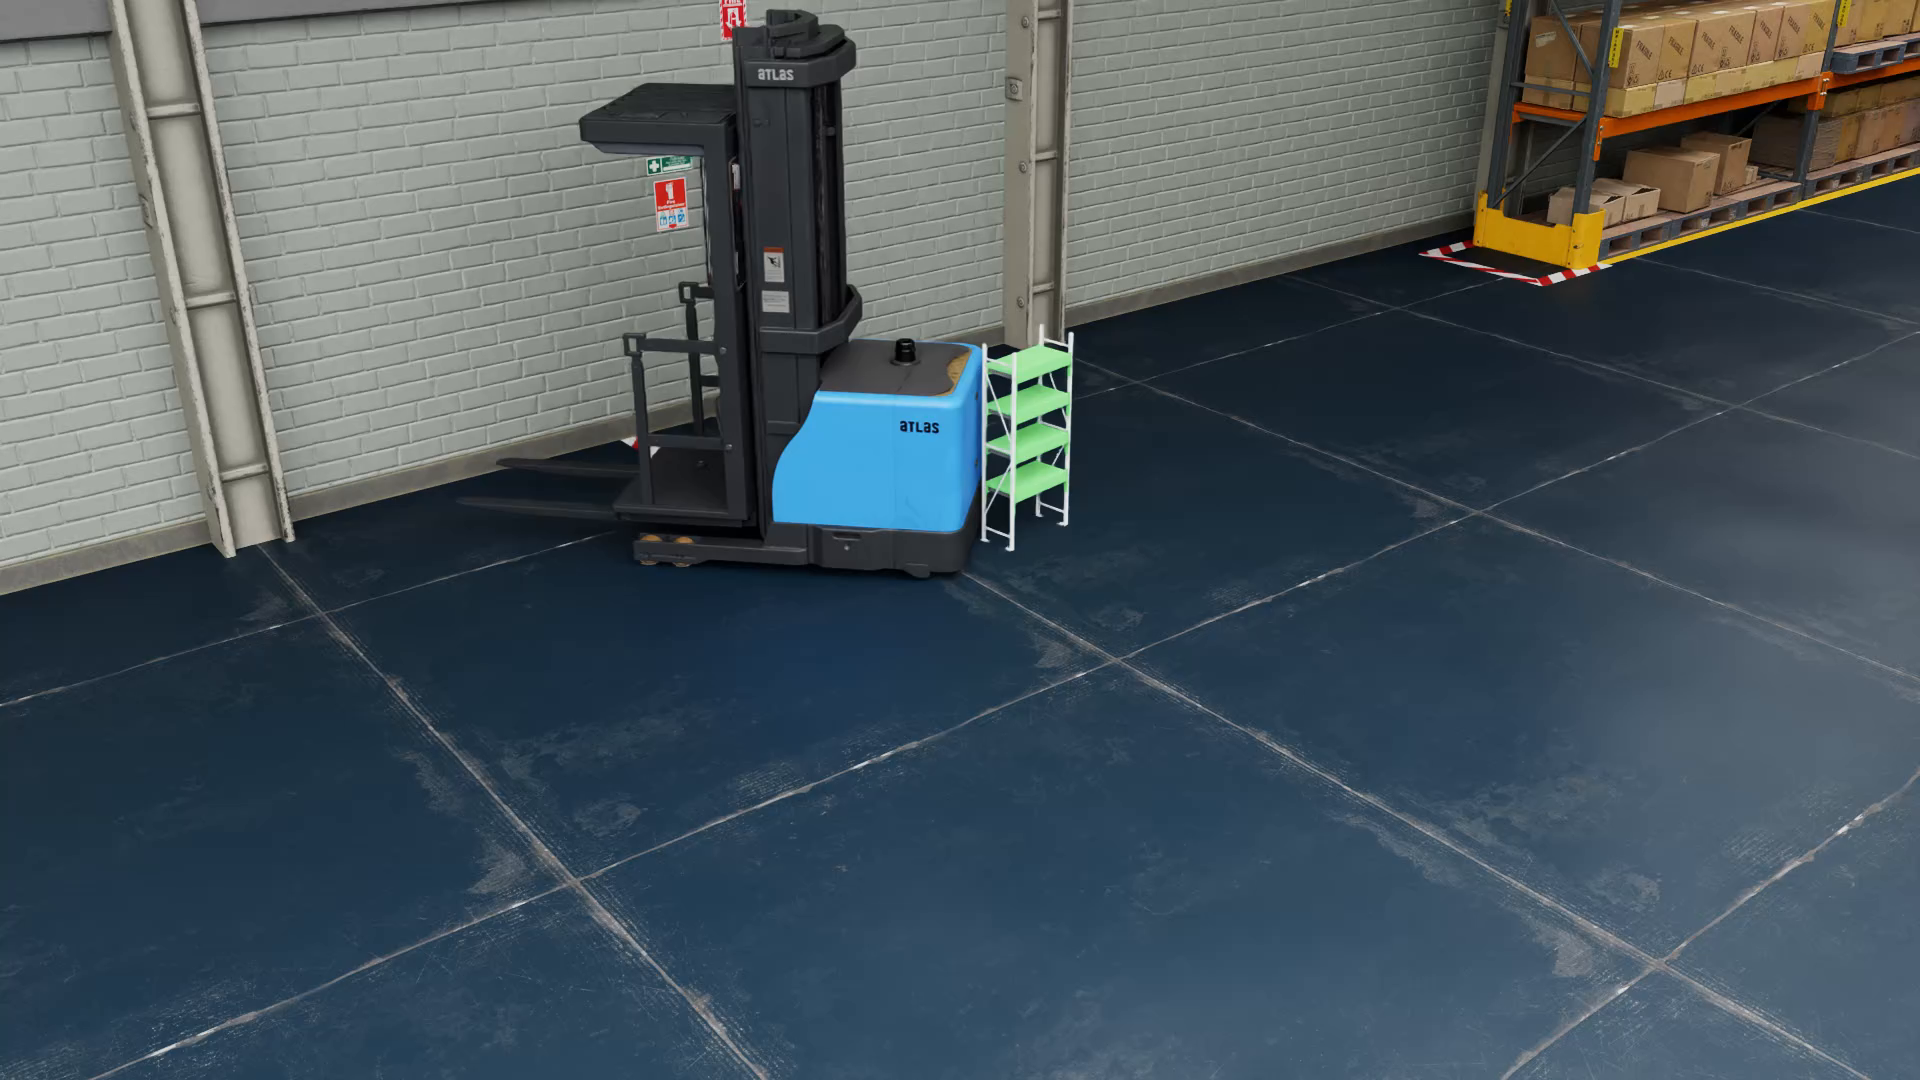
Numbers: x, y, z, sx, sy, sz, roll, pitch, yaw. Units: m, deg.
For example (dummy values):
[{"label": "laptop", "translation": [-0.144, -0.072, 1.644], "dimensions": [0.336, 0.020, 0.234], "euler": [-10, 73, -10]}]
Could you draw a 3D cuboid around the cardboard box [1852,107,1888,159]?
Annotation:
[{"label": "cardboard box", "translation": [9.801, -4.580, 18.502], "dimensions": [0.500, 0.500, 0.700], "euler": [-18, 30, -33]}]

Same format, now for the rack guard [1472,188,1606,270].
[{"label": "rack guard", "translation": [5.342, -2.894, 15.393], "dimensions": [0.348, 0.500, 1.175], "euler": [-18, 31, -34]}]

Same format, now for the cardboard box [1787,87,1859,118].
[{"label": "cardboard box", "translation": [9.343, -4.766, 18.011], "dimensions": [0.500, 0.250, 0.500], "euler": [-19, 31, -35]}]

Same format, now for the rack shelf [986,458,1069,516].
[{"label": "rack shelf", "translation": [0.384, -0.313, 9.722], "dimensions": [0.258, 0.148, 0.480], "euler": [21, 32, 38]}]

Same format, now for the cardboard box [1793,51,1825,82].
[{"label": "cardboard box", "translation": [8.244, -4.765, 16.609], "dimensions": [0.500, 0.250, 0.500], "euler": [-18, 30, -34]}]

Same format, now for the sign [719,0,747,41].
[{"label": "sign", "translation": [-1.458, -3.371, 10.697], "dimensions": [0.199, 0.298, 0.001], "euler": [-18, 31, -34]}]

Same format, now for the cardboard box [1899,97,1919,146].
[{"label": "cardboard box", "translation": [10.566, -4.853, 19.090], "dimensions": [0.500, 0.500, 0.700], "euler": [-18, 31, -34]}]

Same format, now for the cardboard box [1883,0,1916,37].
[{"label": "cardboard box", "translation": [9.795, -5.738, 17.908], "dimensions": [0.500, 0.500, 0.700], "euler": [-14, 28, -27]}]

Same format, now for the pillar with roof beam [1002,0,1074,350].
[{"label": "pillar with roof beam", "translation": [3.234, -4.213, 8.139], "dimensions": [0.400, 9.000, 9.100], "euler": [-18, 31, -34]}]

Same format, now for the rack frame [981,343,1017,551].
[{"label": "rack frame", "translation": [0.218, -0.514, 9.432], "dimensions": [0.240, 1.200, 0.015], "euler": [21, 32, 38]}]

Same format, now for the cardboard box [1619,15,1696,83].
[{"label": "cardboard box", "translation": [6.239, -4.439, 15.016], "dimensions": [0.500, 0.500, 0.500], "euler": [-18, 30, -34]}]

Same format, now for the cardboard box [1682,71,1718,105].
[{"label": "cardboard box", "translation": [6.667, -4.241, 15.479], "dimensions": [0.500, 0.250, 0.500], "euler": [-19, 31, -35]}]

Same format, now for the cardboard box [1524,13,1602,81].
[{"label": "cardboard box", "translation": [5.522, -4.483, 15.109], "dimensions": [0.500, 0.500, 0.500], "euler": [-19, 31, -35]}]

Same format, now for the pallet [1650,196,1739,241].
[{"label": "pallet", "translation": [6.963, -3.278, 16.562], "dimensions": [1.213, 0.211, 1.003], "euler": [-18, 31, -34]}]

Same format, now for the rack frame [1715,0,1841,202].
[{"label": "rack frame", "translation": [8.430, -5.048, 17.063], "dimensions": [0.127, 3.000, 1.000], "euler": [-18, 31, -34]}]

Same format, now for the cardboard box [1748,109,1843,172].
[{"label": "cardboard box", "translation": [8.999, -4.310, 17.920], "dimensions": [0.500, 0.500, 0.700], "euler": [-17, 30, -32]}]

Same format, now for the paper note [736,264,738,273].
[{"label": "paper note", "translation": [-1.572, -1.866, 11.254], "dimensions": [0.142, 0.148, 0.016], "euler": [-18, 31, -34]}]

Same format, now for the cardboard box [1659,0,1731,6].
[{"label": "cardboard box", "translation": [7.126, -5.015, 16.256], "dimensions": [0.500, 0.500, 0.500], "euler": [-17, 30, -33]}]

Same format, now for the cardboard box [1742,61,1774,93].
[{"label": "cardboard box", "translation": [7.461, -4.503, 16.043], "dimensions": [0.500, 0.250, 0.500], "euler": [-18, 31, -34]}]

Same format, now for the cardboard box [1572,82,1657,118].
[{"label": "cardboard box", "translation": [5.862, -3.971, 14.898], "dimensions": [0.500, 0.250, 0.500], "euler": [-19, 31, -35]}]

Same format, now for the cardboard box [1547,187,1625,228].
[{"label": "cardboard box", "translation": [5.882, -3.138, 15.620], "dimensions": [0.500, 0.311, 0.500], "euler": [-23, 33, -40]}]

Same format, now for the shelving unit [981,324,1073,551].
[{"label": "shelving unit", "translation": [0.384, -0.589, 9.594], "dimensions": [0.258, 1.200, 0.503], "euler": [21, 32, 38]}]

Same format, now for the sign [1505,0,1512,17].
[{"label": "sign", "translation": [4.956, -4.866, 14.921], "dimensions": [0.005, 0.325, 0.100], "euler": [-18, 31, -34]}]

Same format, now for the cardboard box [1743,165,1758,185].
[{"label": "cardboard box", "translation": [8.028, -3.813, 17.246], "dimensions": [0.380, 0.166, 0.250], "euler": [22, 33, 39]}]

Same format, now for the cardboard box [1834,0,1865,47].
[{"label": "cardboard box", "translation": [8.852, -5.413, 17.210], "dimensions": [0.500, 0.500, 0.700], "euler": [-18, 30, -34]}]

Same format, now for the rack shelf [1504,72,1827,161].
[{"label": "rack shelf", "translation": [6.856, -4.202, 16.095], "dimensions": [4.000, 0.370, 1.077], "euler": [-18, 31, -34]}]

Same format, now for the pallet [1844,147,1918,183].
[{"label": "pallet", "translation": [10.002, -4.304, 18.773], "dimensions": [1.213, 0.211, 1.003], "euler": [-18, 31, -34]}]

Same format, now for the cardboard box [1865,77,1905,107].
[{"label": "cardboard box", "translation": [10.154, -5.026, 18.571], "dimensions": [0.500, 0.250, 0.500], "euler": [-18, 31, -34]}]

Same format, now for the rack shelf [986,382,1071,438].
[{"label": "rack shelf", "translation": [0.384, -0.749, 9.520], "dimensions": [0.258, 0.148, 0.480], "euler": [21, 32, 38]}]

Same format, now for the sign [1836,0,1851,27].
[{"label": "sign", "translation": [8.771, -5.262, 16.497], "dimensions": [0.005, 0.325, 0.100], "euler": [-18, 31, -34]}]

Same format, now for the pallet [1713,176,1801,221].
[{"label": "pallet", "translation": [7.923, -3.596, 17.249], "dimensions": [1.213, 0.211, 1.003], "euler": [-18, 31, -34]}]

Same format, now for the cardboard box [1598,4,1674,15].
[{"label": "cardboard box", "translation": [6.329, -4.746, 15.676], "dimensions": [0.500, 0.500, 0.500], "euler": [-19, 31, -35]}]

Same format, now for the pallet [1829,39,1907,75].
[{"label": "pallet", "translation": [9.121, -5.111, 17.427], "dimensions": [1.213, 0.211, 1.003], "euler": [-18, 31, -34]}]

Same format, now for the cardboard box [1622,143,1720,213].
[{"label": "cardboard box", "translation": [6.939, -3.546, 16.275], "dimensions": [0.500, 0.500, 0.700], "euler": [-21, 32, -37]}]

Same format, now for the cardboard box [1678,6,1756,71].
[{"label": "cardboard box", "translation": [7.048, -4.709, 15.598], "dimensions": [0.500, 0.500, 0.500], "euler": [-17, 30, -32]}]

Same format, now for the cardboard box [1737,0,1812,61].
[{"label": "cardboard box", "translation": [7.860, -4.972, 16.163], "dimensions": [0.500, 0.500, 0.500], "euler": [-18, 31, -34]}]

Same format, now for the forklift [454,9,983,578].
[{"label": "forklift", "translation": [-1.407, -1.390, 9.264], "dimensions": [3.031, 2.935, 1.130], "euler": [4, 25, 8]}]
